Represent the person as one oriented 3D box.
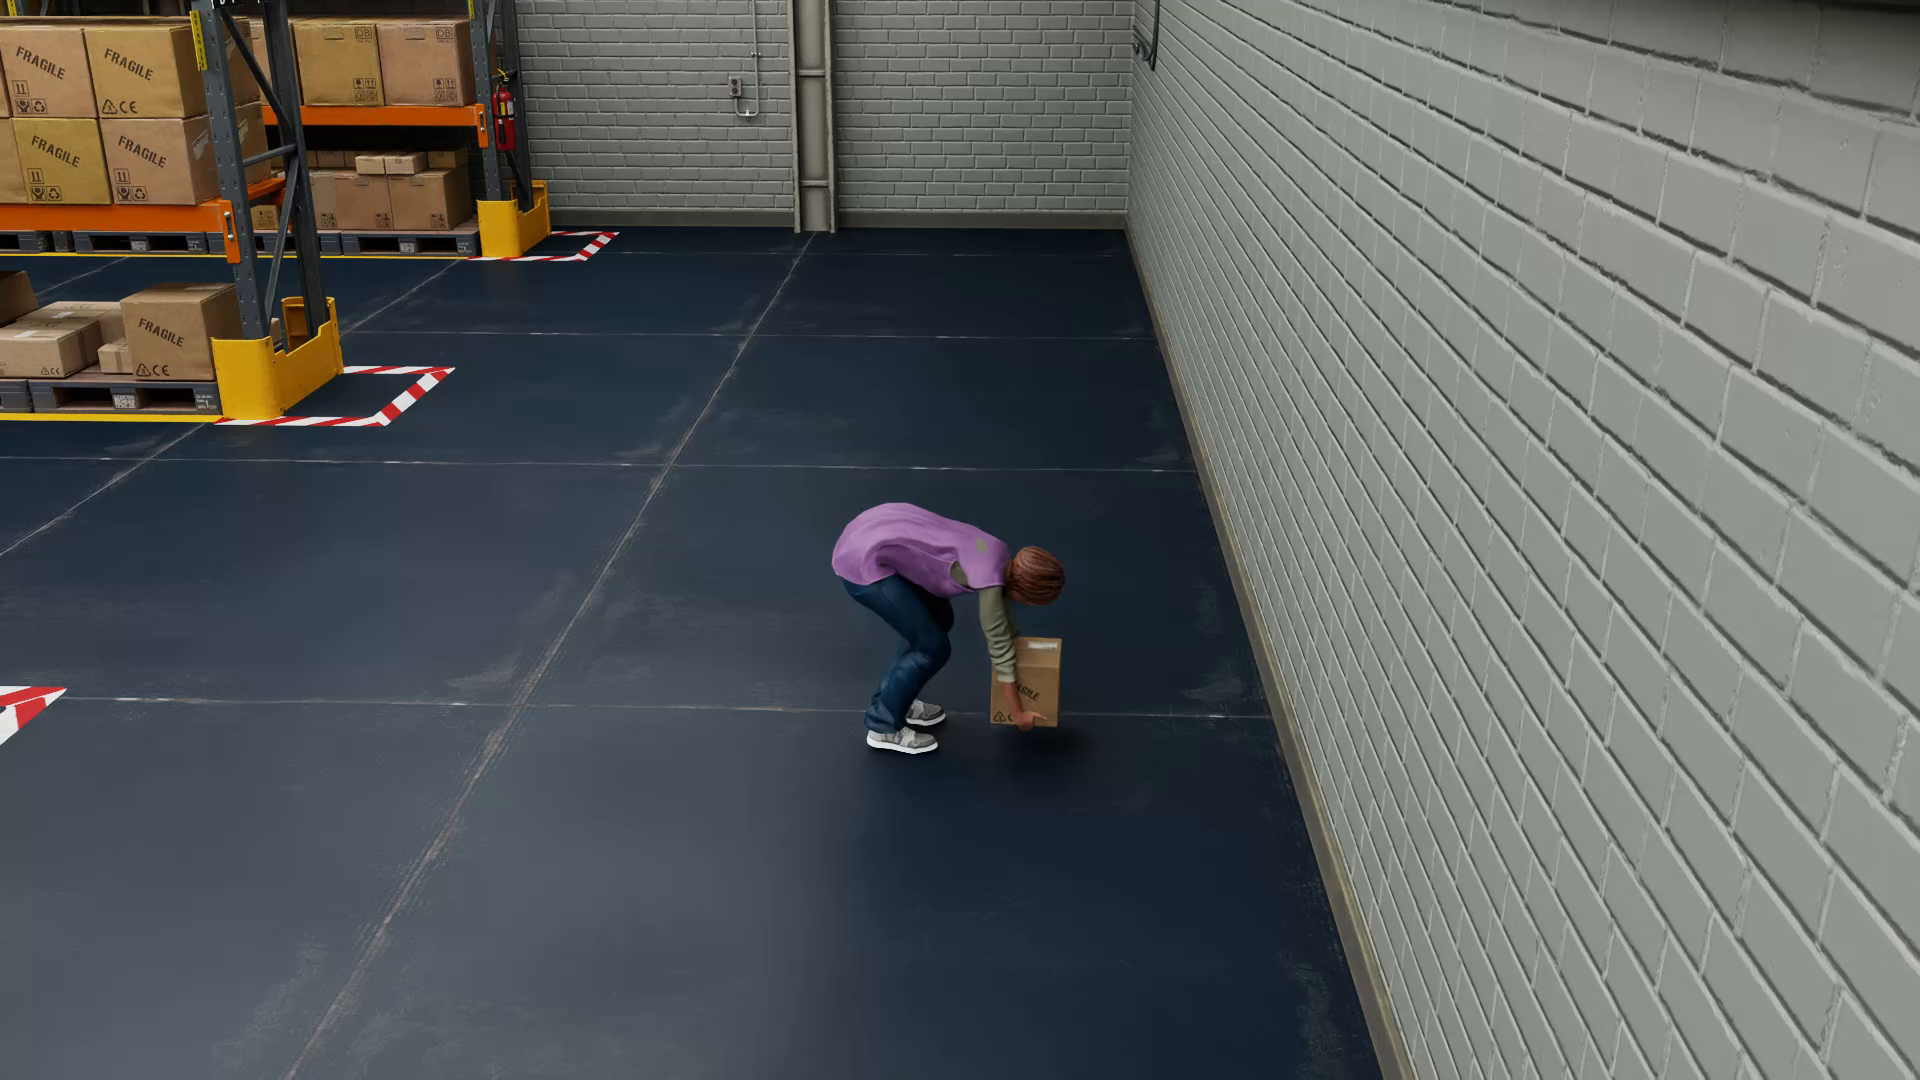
[{"bbox_3d":[-0.041,0.323,6.201,0.860,0.919,0.416,1,21,2],"label":"person"}]
